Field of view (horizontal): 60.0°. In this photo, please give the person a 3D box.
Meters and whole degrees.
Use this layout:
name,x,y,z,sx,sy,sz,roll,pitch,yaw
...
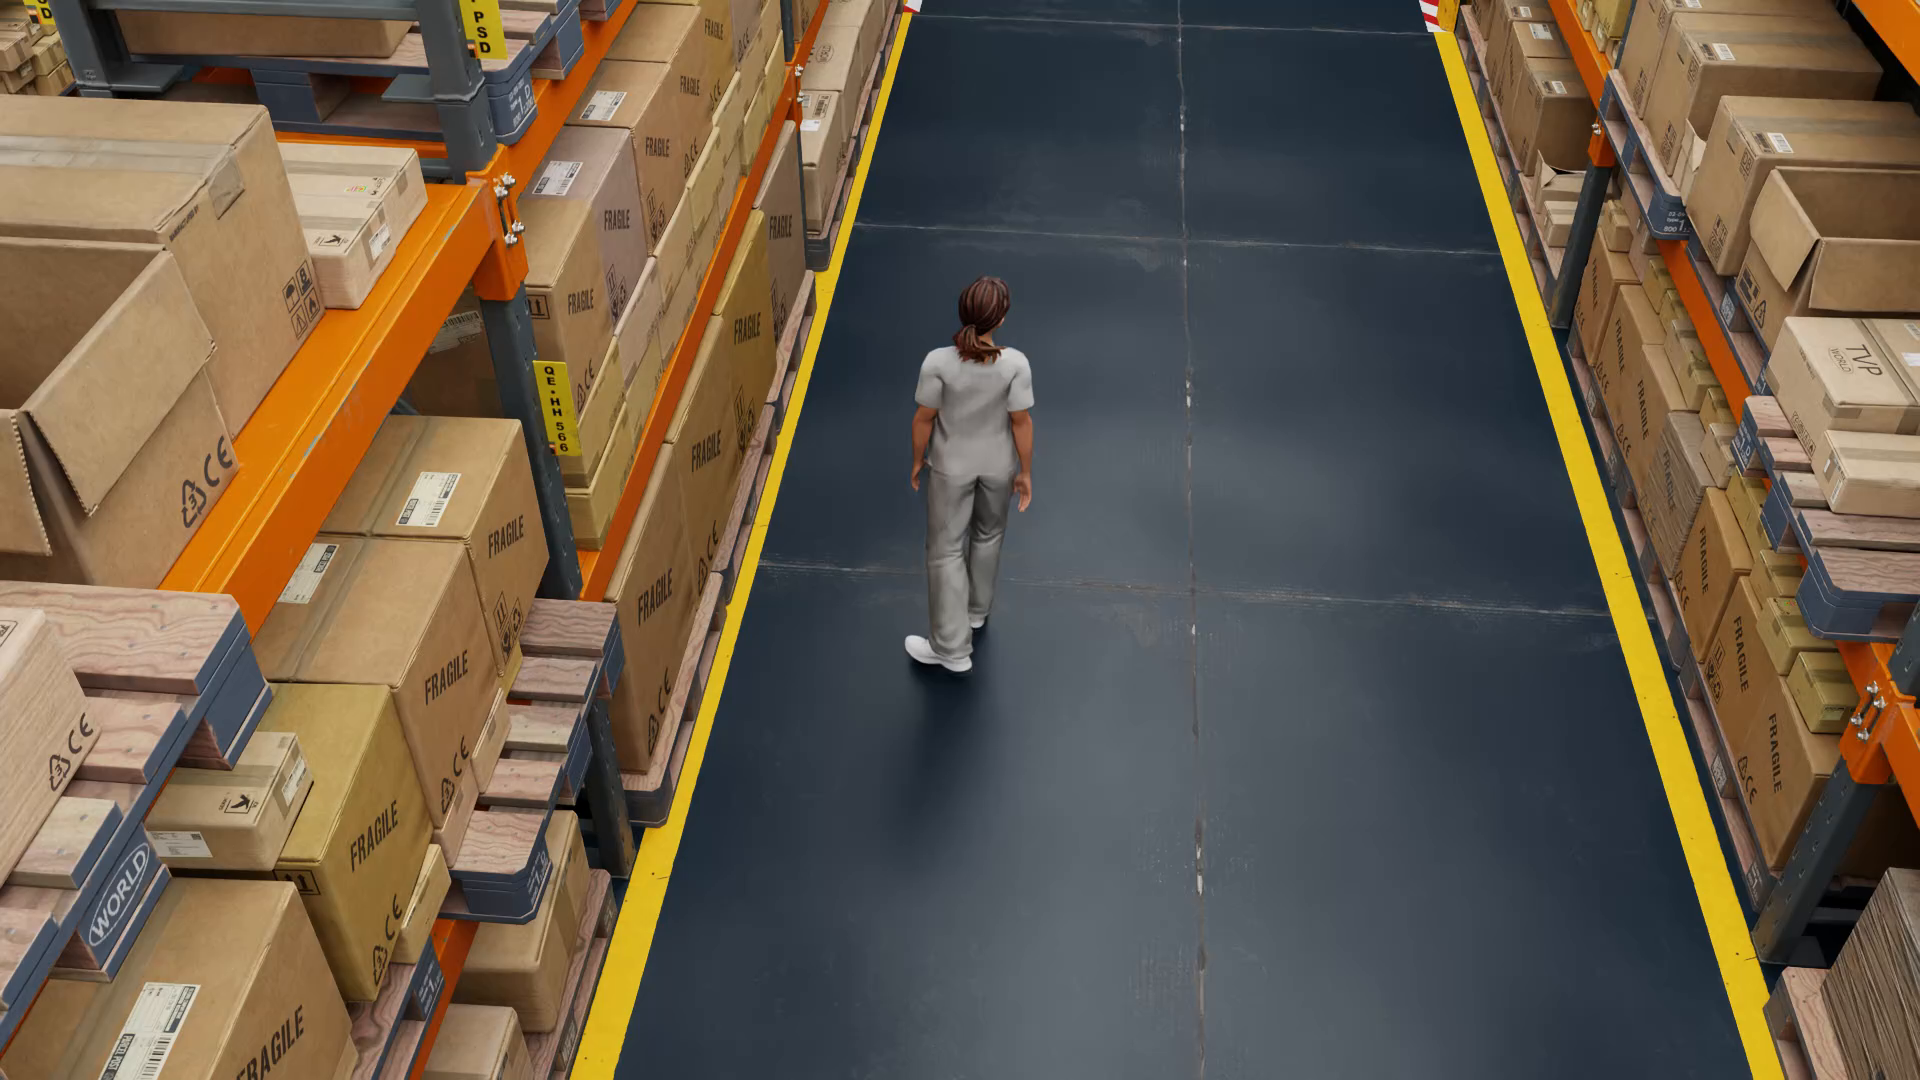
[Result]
name,x,y,z,sx,sy,sz,roll,pitch,yaw
person,0.019,-0.249,6.451,0.527,1.669,0.600,-5,41,-6
